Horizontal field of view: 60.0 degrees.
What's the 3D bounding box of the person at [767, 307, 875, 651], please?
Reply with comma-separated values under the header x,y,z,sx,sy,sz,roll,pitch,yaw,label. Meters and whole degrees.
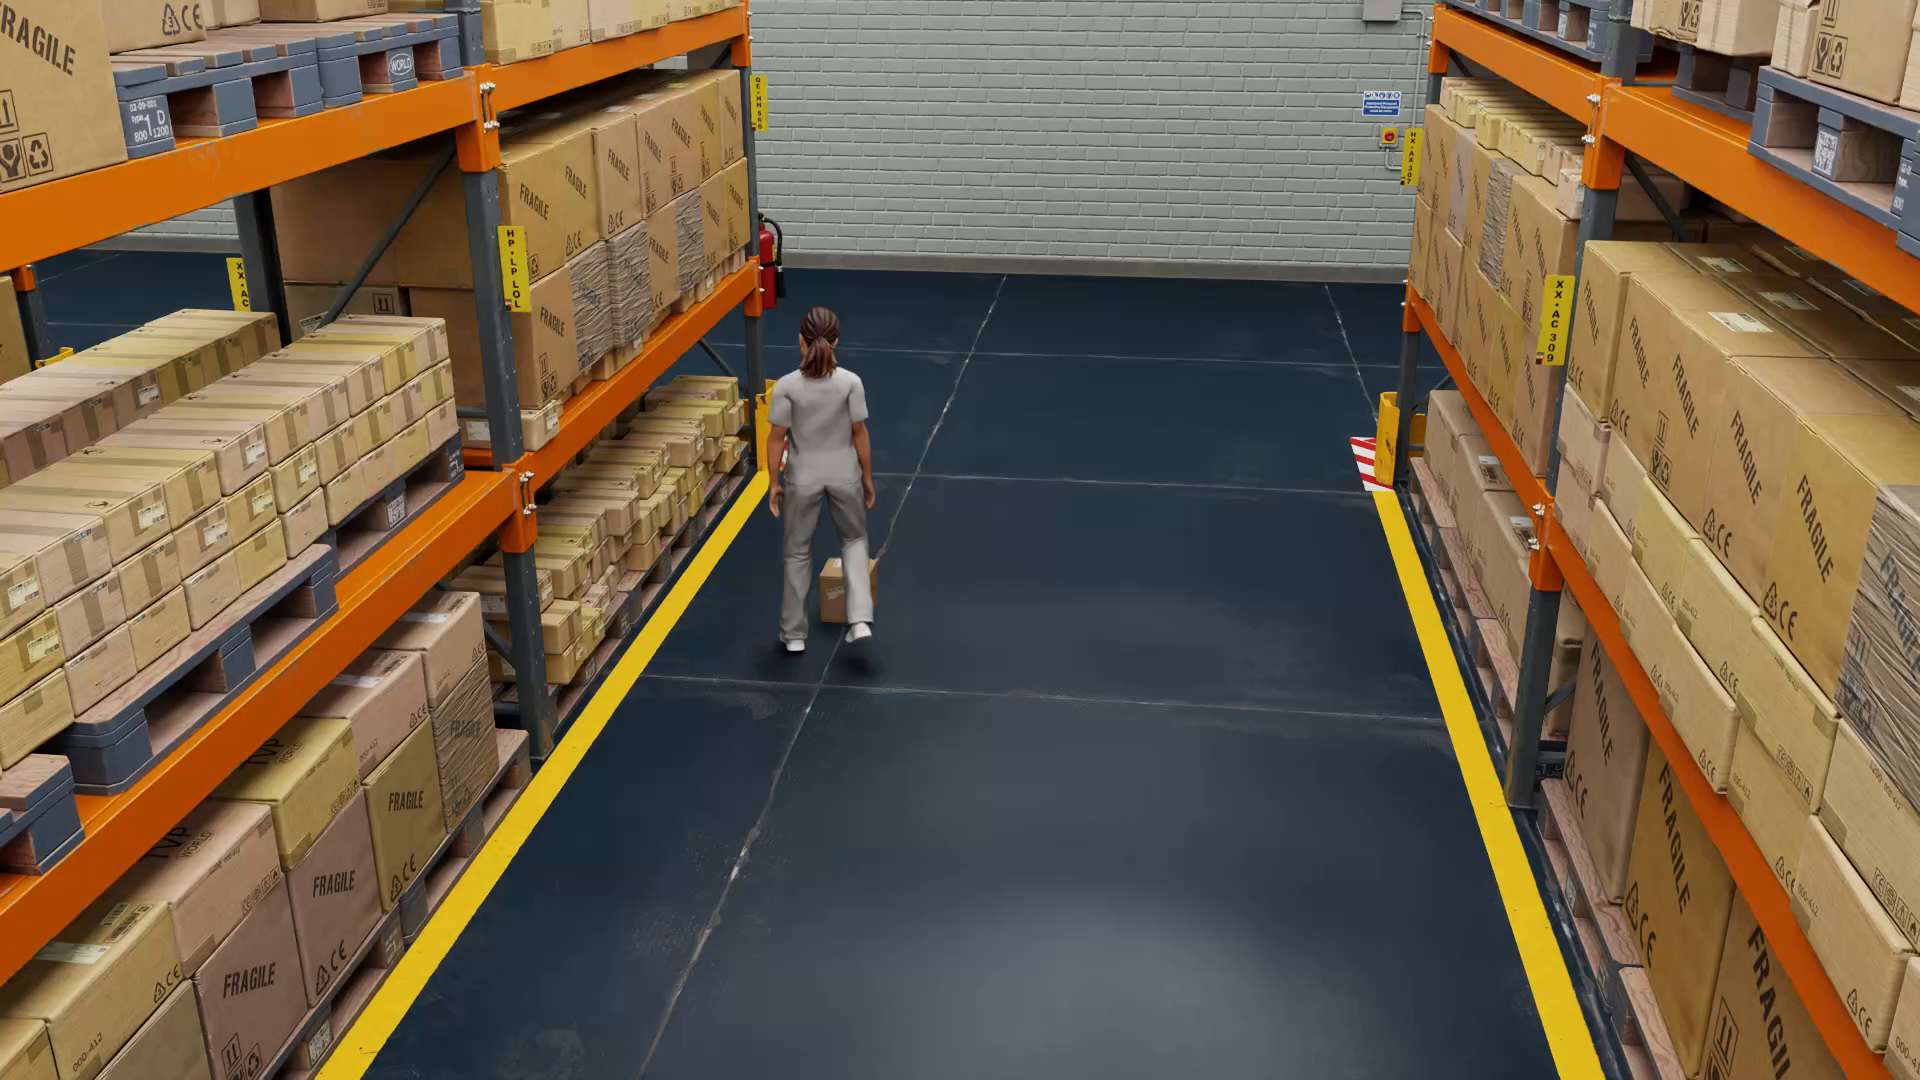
x,y,z,sx,sy,sz,roll,pitch,yaw,label
-0.640,-0.249,7.691,0.494,1.685,0.534,-3,21,-8,person
